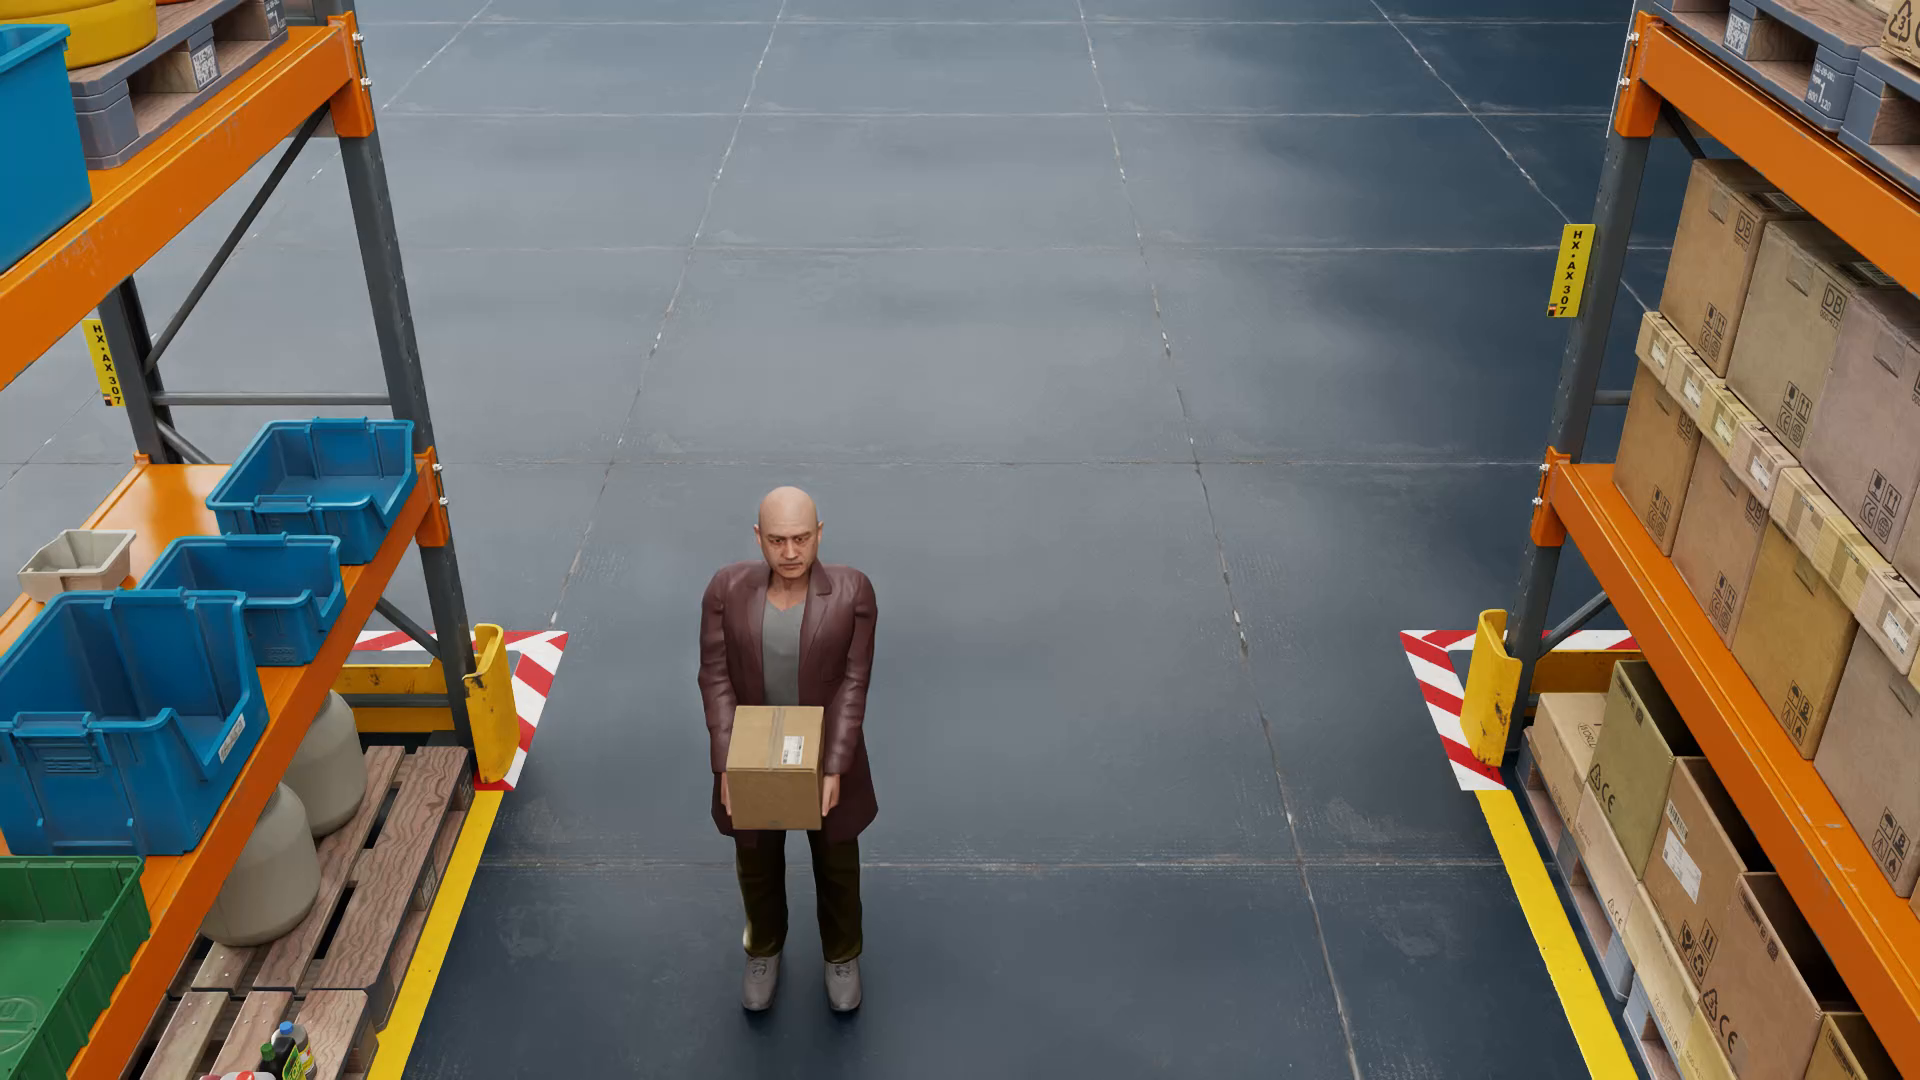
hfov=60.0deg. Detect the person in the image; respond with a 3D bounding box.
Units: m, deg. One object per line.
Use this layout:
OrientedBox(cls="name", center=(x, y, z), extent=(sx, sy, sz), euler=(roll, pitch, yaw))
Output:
OrientedBox(cls="person", center=(-0.505, 0.799, 5.035), extent=(0.530, 1.559, 0.555), euler=(0, 31, 1))
